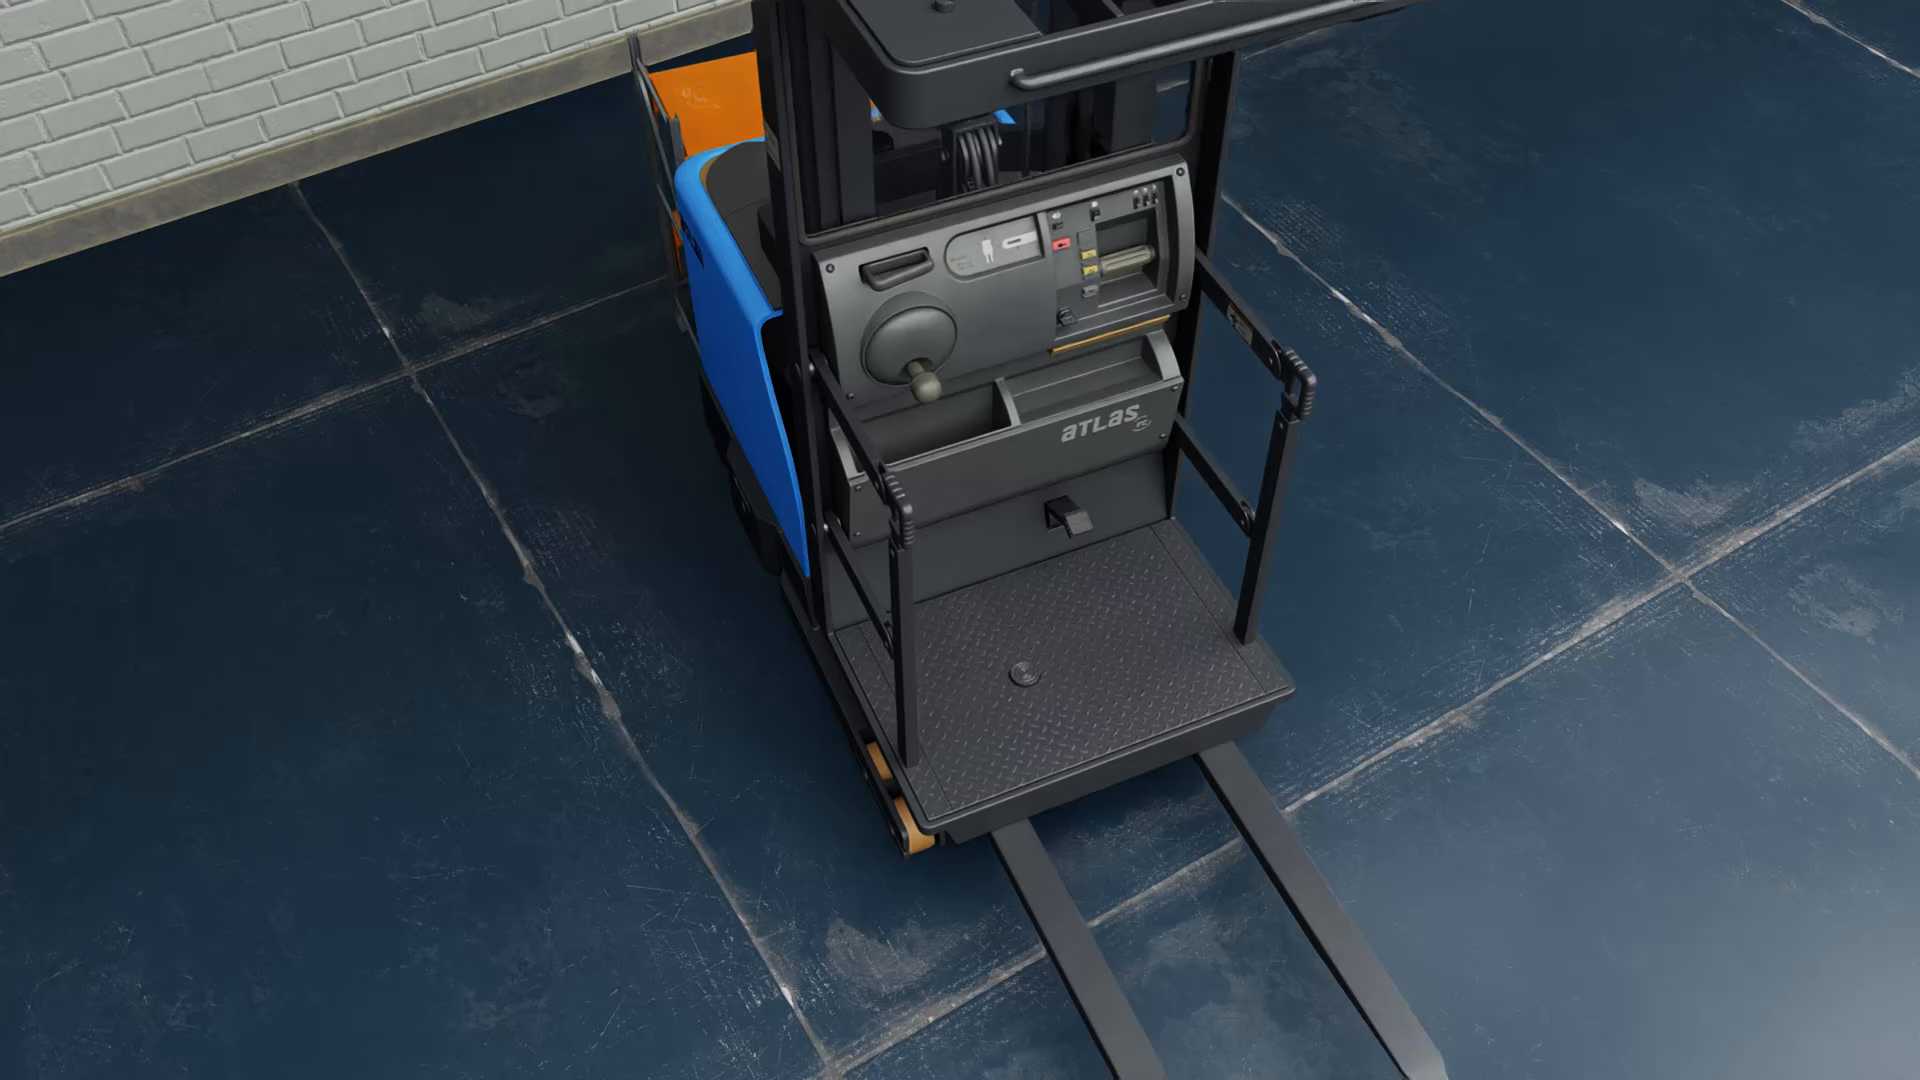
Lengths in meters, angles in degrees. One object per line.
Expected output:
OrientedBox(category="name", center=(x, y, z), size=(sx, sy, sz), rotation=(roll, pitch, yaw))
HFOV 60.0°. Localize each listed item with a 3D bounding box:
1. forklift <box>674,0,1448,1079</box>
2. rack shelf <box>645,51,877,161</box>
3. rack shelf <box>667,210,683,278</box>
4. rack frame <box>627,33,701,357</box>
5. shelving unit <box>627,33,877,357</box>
OrientedBox(category="forklift", center=(0.213, -0.504, 3.736), size=(1.130, 2.935, 3.031), rotation=(-18, 51, -16))
OrientedBox(category="rack shelf", center=(-0.450, -1.353, 5.310), size=(1.000, 0.278, 0.538), rotation=(-17, 50, -14))
OrientedBox(category="rack shelf", center=(-0.450, -0.996, 5.711), size=(1.000, 0.278, 0.538), rotation=(-17, 50, -14))
OrientedBox(category="rack frame", center=(-0.922, -1.017, 5.403), size=(0.032, 1.125, 0.500), rotation=(-17, 50, -14))
OrientedBox(category="shelving unit", center=(-0.450, -1.158, 5.528), size=(1.048, 1.125, 0.538), rotation=(-17, 50, -14))
